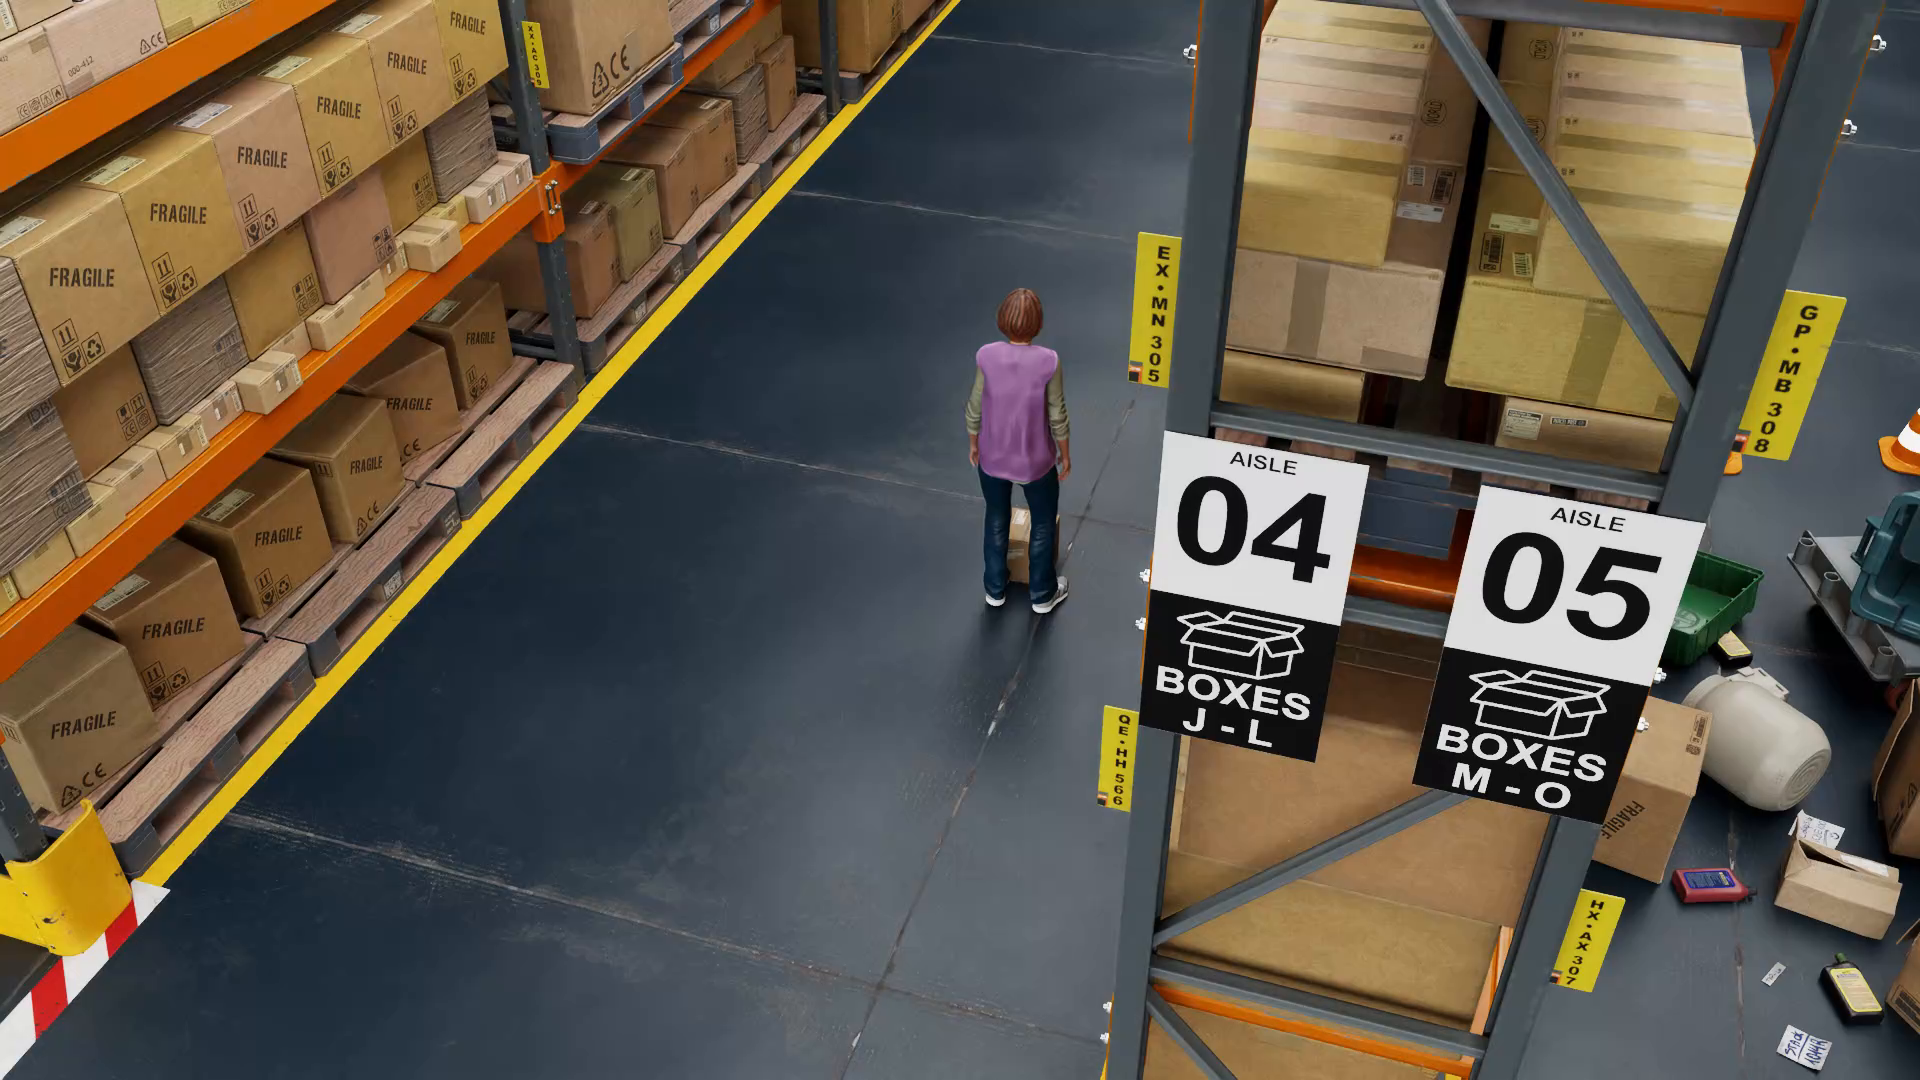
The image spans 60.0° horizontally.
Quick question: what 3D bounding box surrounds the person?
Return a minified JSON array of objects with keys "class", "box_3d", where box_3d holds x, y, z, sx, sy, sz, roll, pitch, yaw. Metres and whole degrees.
[{"class":"person","box_3d":[0.261,-0.364,7.371,0.474,1.593,0.349,10,39,13]}]
